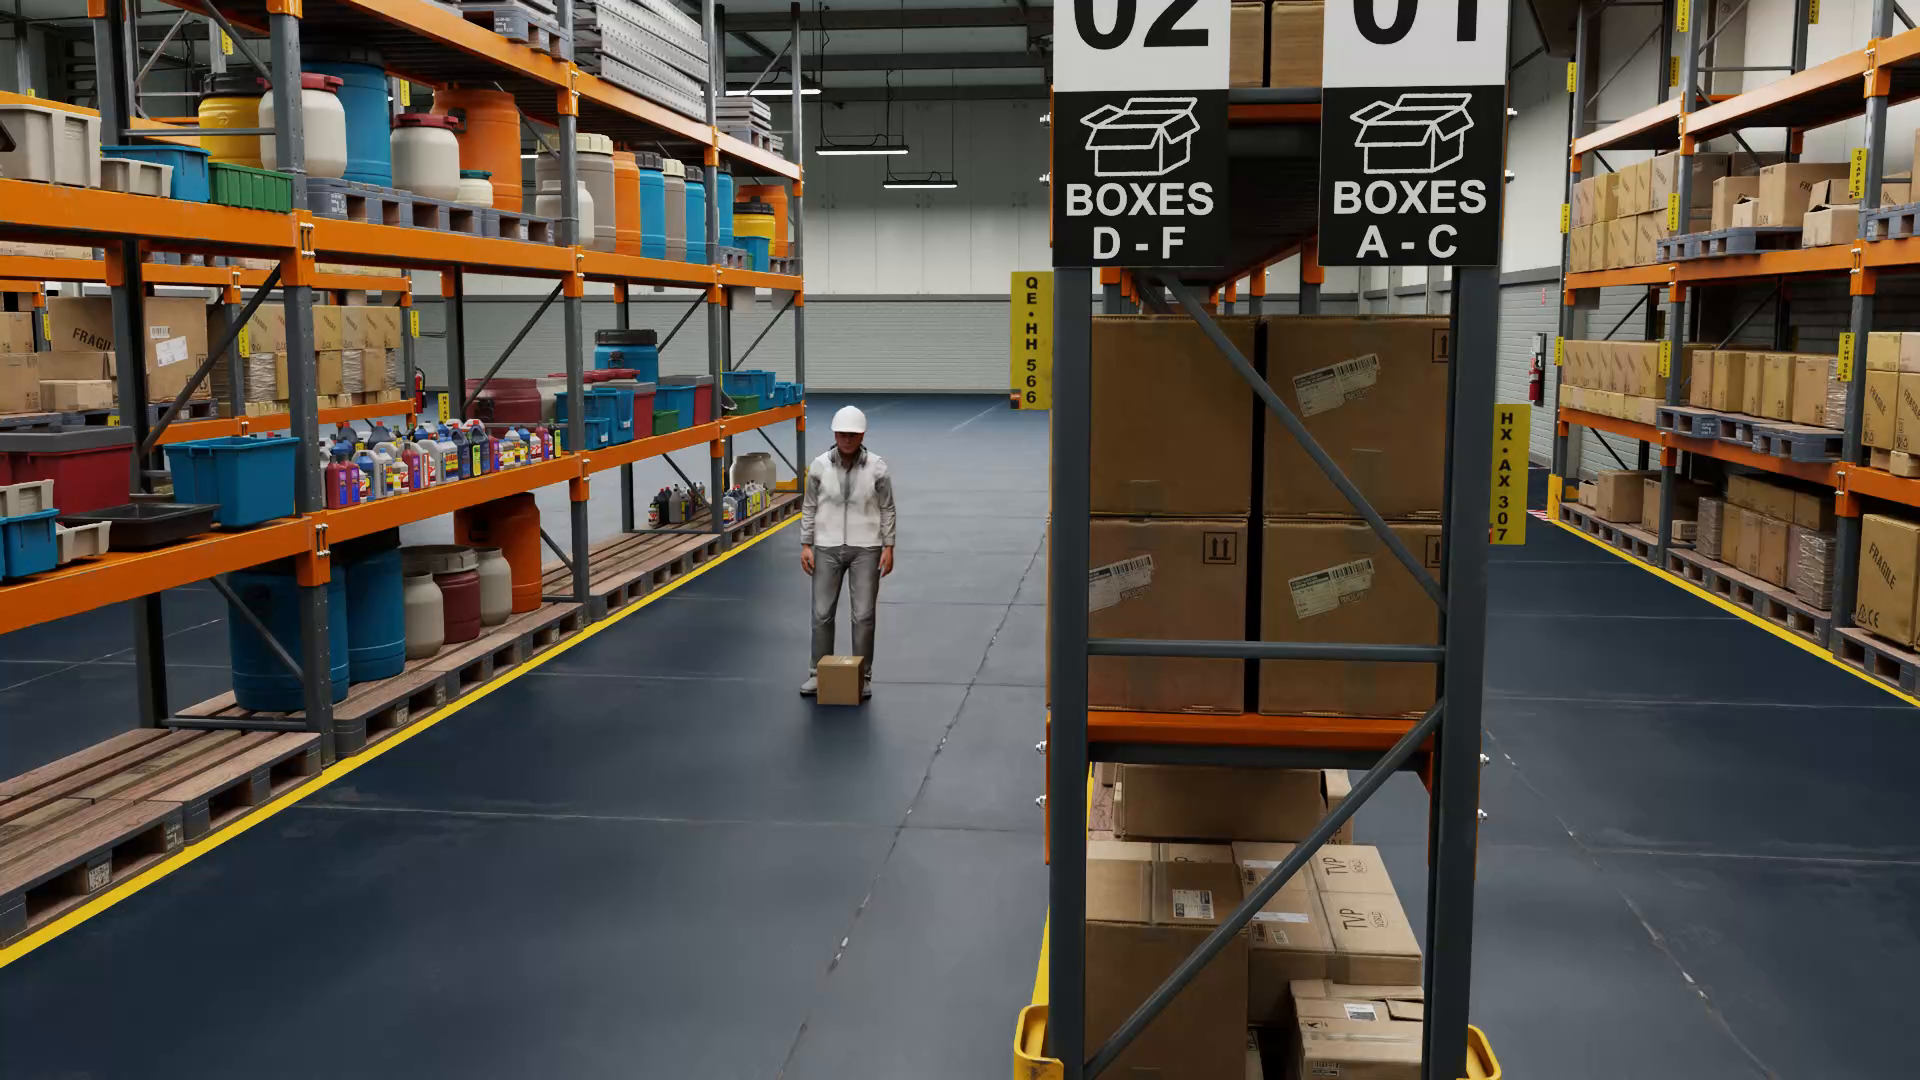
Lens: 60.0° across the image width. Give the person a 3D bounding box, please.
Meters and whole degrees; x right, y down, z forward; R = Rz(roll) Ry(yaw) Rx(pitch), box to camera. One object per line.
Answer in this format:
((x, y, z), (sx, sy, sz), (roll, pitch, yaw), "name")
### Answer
((-0.691, 0.062, 10.220), (0.594, 1.772, 0.471), (0, 8, 3), "person")
